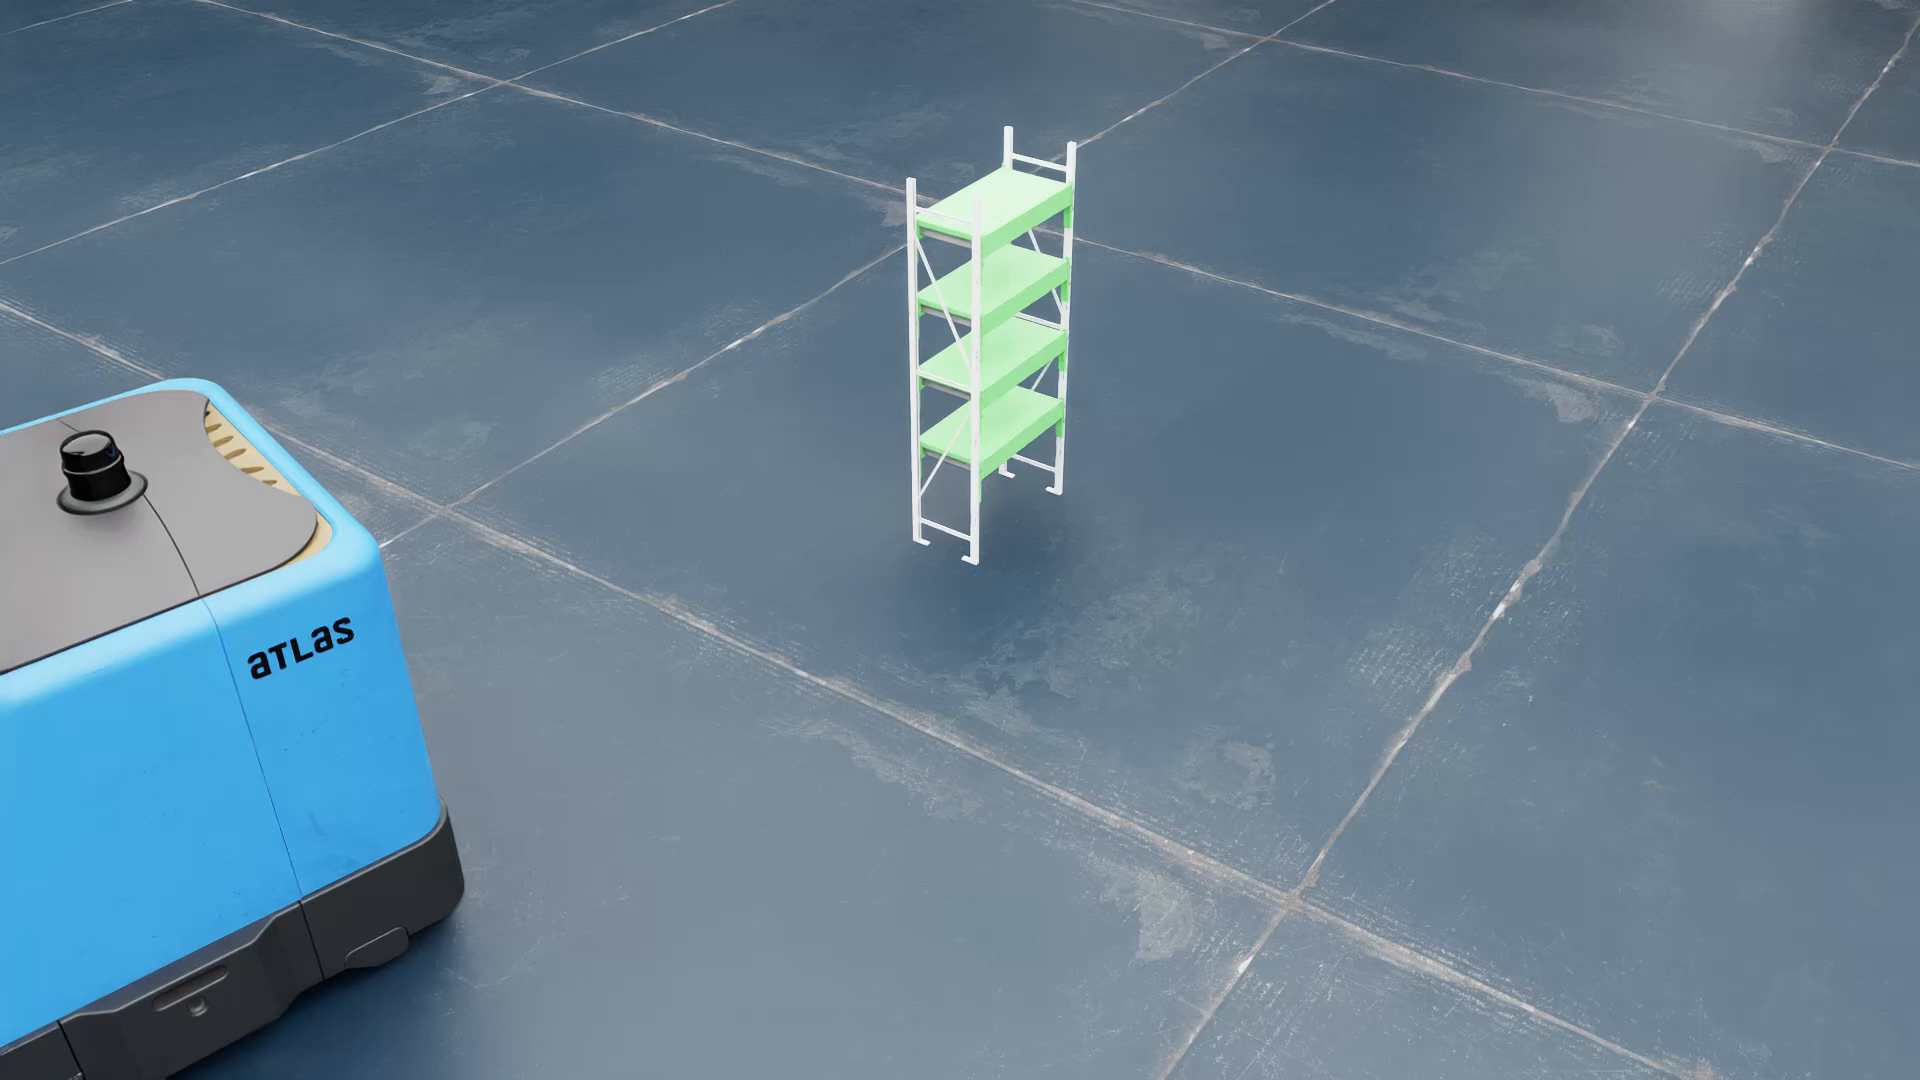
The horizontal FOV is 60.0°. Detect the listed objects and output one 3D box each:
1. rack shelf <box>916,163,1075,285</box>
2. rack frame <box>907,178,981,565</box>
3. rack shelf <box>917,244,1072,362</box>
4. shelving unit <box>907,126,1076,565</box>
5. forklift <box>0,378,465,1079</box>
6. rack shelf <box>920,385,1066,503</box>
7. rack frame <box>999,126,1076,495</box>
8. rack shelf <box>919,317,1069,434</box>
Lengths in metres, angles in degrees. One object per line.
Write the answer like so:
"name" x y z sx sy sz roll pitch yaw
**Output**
"rack shelf" 0.094 -0.918 4.793 0.258 0.148 0.480 21 39 28
"rack frame" -0.045 -0.461 4.860 0.240 1.200 0.015 21 39 28
"rack shelf" 0.094 -0.719 4.928 0.258 0.148 0.480 21 39 28
"shelving unit" 0.094 -0.573 5.027 0.258 1.200 0.503 21 39 28
"forklift" -2.609 0.012 2.616 3.031 2.935 1.130 -26 42 -33
"rack shelf" 0.094 -0.321 5.197 0.258 0.148 0.480 21 39 28
"rack frame" 0.234 -0.685 5.193 0.240 1.200 0.015 21 39 28
"rack shelf" 0.094 -0.520 5.062 0.258 0.148 0.480 21 39 28
